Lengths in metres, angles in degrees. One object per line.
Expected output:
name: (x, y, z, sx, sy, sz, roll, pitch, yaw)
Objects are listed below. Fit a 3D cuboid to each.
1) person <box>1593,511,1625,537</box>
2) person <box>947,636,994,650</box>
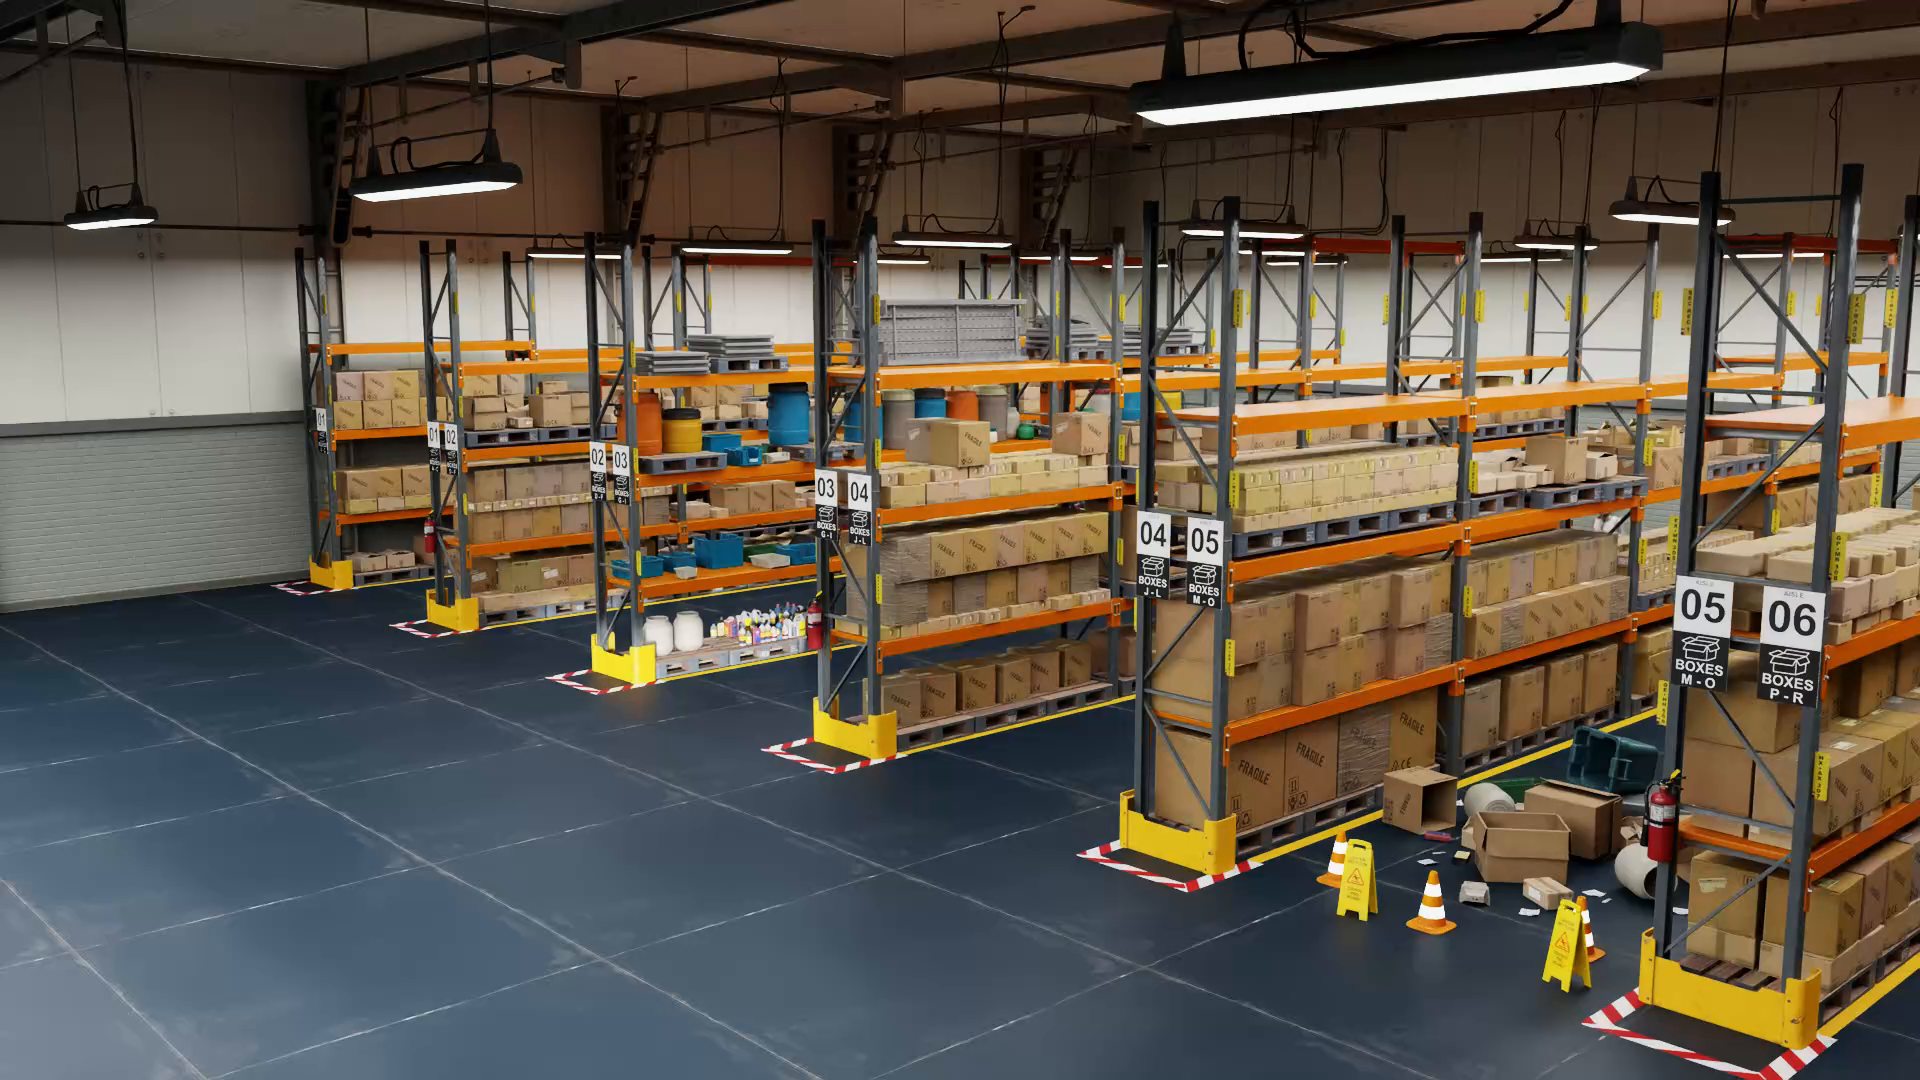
person: (10.960, 0.169, 28.137, 0.628, 1.762, 0.968, 8, 11, 43)
person: (0.164, 0.674, 23.333, 1.057, 1.684, 0.685, -6, 10, -36)
